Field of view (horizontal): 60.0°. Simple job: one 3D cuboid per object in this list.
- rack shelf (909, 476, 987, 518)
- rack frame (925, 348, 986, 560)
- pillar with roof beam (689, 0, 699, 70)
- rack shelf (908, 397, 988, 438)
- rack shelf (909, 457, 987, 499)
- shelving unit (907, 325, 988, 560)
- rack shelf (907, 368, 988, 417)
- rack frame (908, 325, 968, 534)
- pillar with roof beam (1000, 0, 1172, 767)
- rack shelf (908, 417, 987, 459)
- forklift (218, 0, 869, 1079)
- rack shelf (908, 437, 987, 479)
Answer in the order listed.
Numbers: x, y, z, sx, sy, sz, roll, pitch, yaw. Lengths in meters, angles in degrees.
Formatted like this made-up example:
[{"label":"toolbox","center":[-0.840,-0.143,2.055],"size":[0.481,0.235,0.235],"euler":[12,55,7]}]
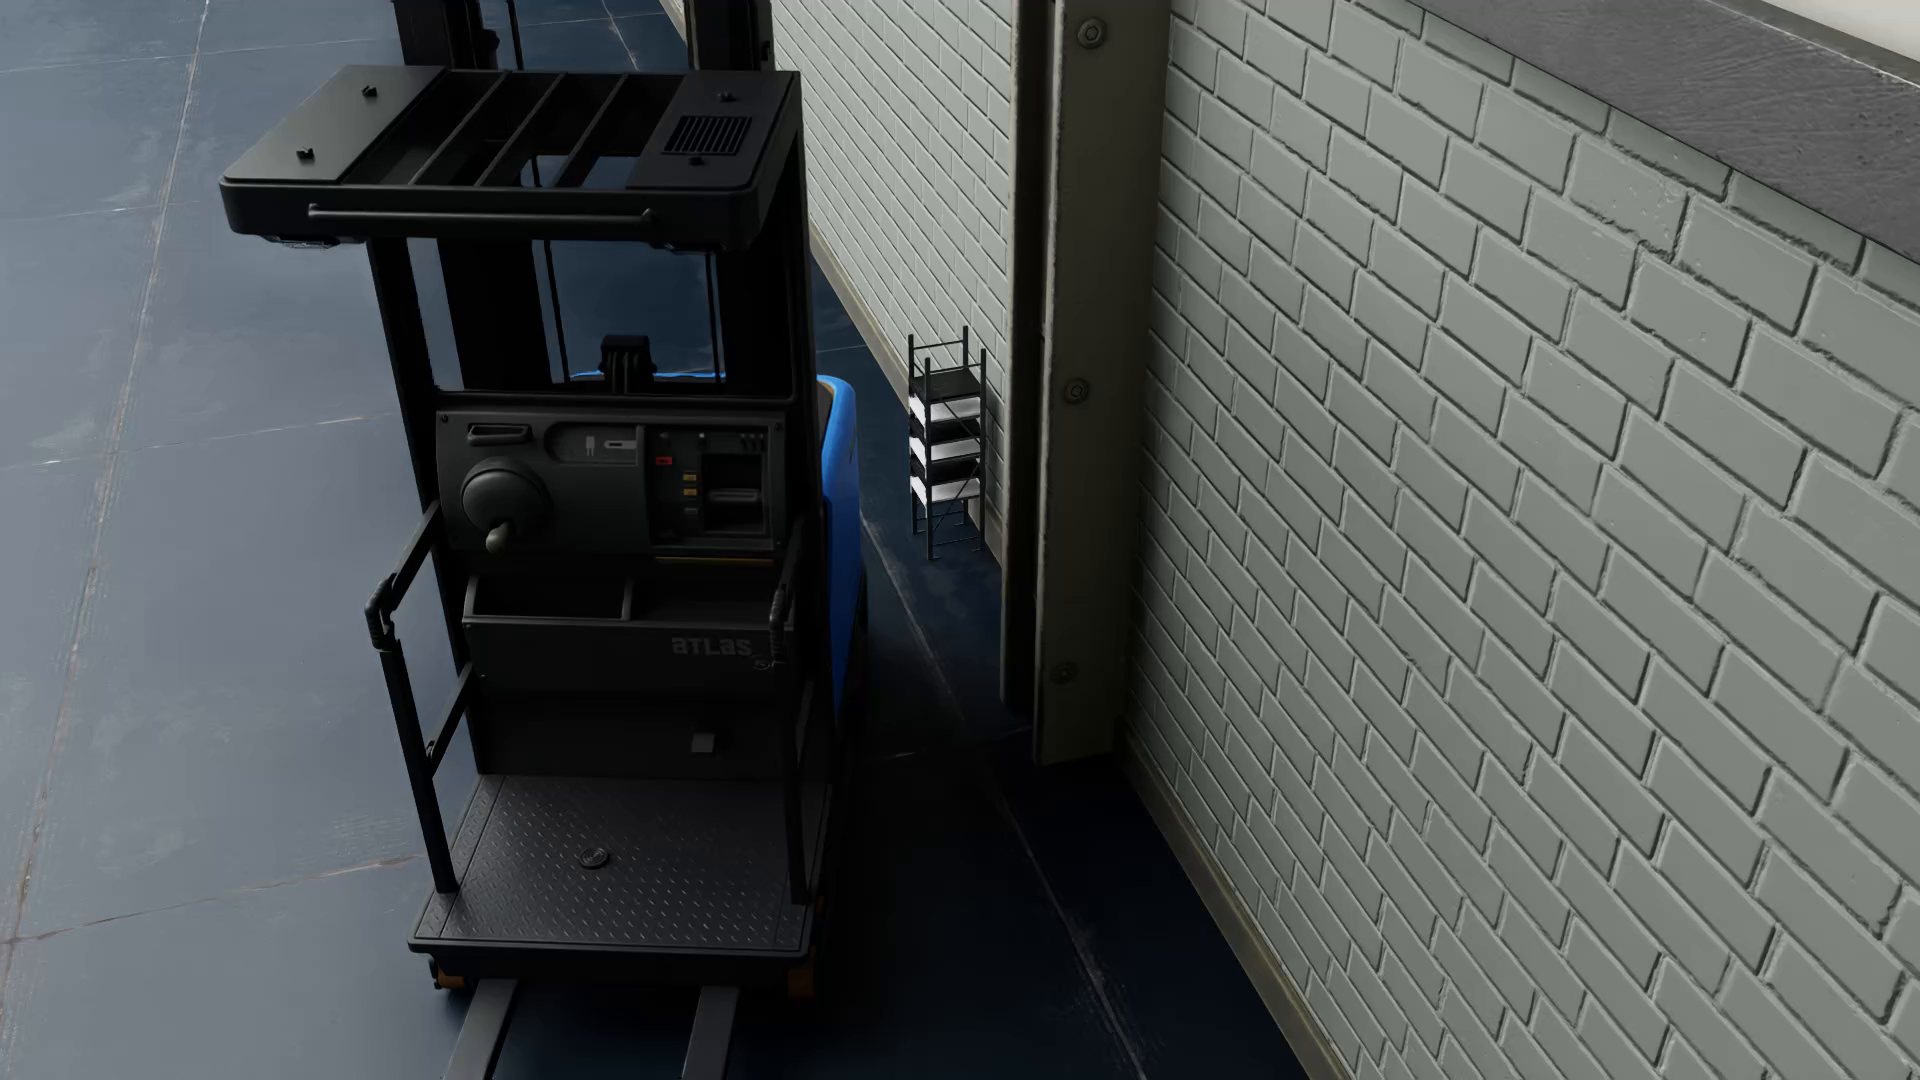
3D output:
[{"label":"rack shelf","center":[-0.049,-0.192,6.611],"size":[0.258,0.077,0.200],"euler":[-11,35,-16]},{"label":"rack frame","center":[-0.016,-0.317,6.413],"size":[0.240,0.900,0.006],"euler":[-11,35,-16]},{"label":"pillar with roof beam","center":[-5.584,-5.547,6.982],"size":[9.100,9.000,0.400],"euler":[-10,35,-15]},{"label":"rack shelf","center":[-0.049,-0.492,6.412],"size":[0.258,0.077,0.200],"euler":[-11,35,-16]},{"label":"rack shelf","center":[-0.049,-0.267,6.561],"size":[0.258,0.077,0.200],"euler":[-11,35,-16]},{"label":"shelving unit","center":[-0.049,-0.370,6.493],"size":[0.258,0.900,0.210],"euler":[-11,35,-16]},{"label":"rack shelf","center":[-0.049,-0.567,6.363],"size":[0.258,0.077,0.200],"euler":[-11,35,-16]},{"label":"rack frame","center":[-0.082,-0.423,6.574],"size":[0.240,0.900,0.006],"euler":[-11,35,-16]},{"label":"pillar with roof beam","center":[-3.754,-2.397,2.215],"size":[9.100,9.000,0.400],"euler":[-10,35,-15]},{"label":"rack shelf","center":[-0.049,-0.417,6.462],"size":[0.258,0.077,0.200],"euler":[-11,35,-16]},{"label":"forklift","center":[-0.928,-0.091,4.229],"size":[1.130,2.935,3.031],"euler":[1,33,2]},{"label":"rack shelf","center":[-0.049,-0.342,6.512],"size":[0.258,0.077,0.200],"euler":[-11,35,-16]}]
